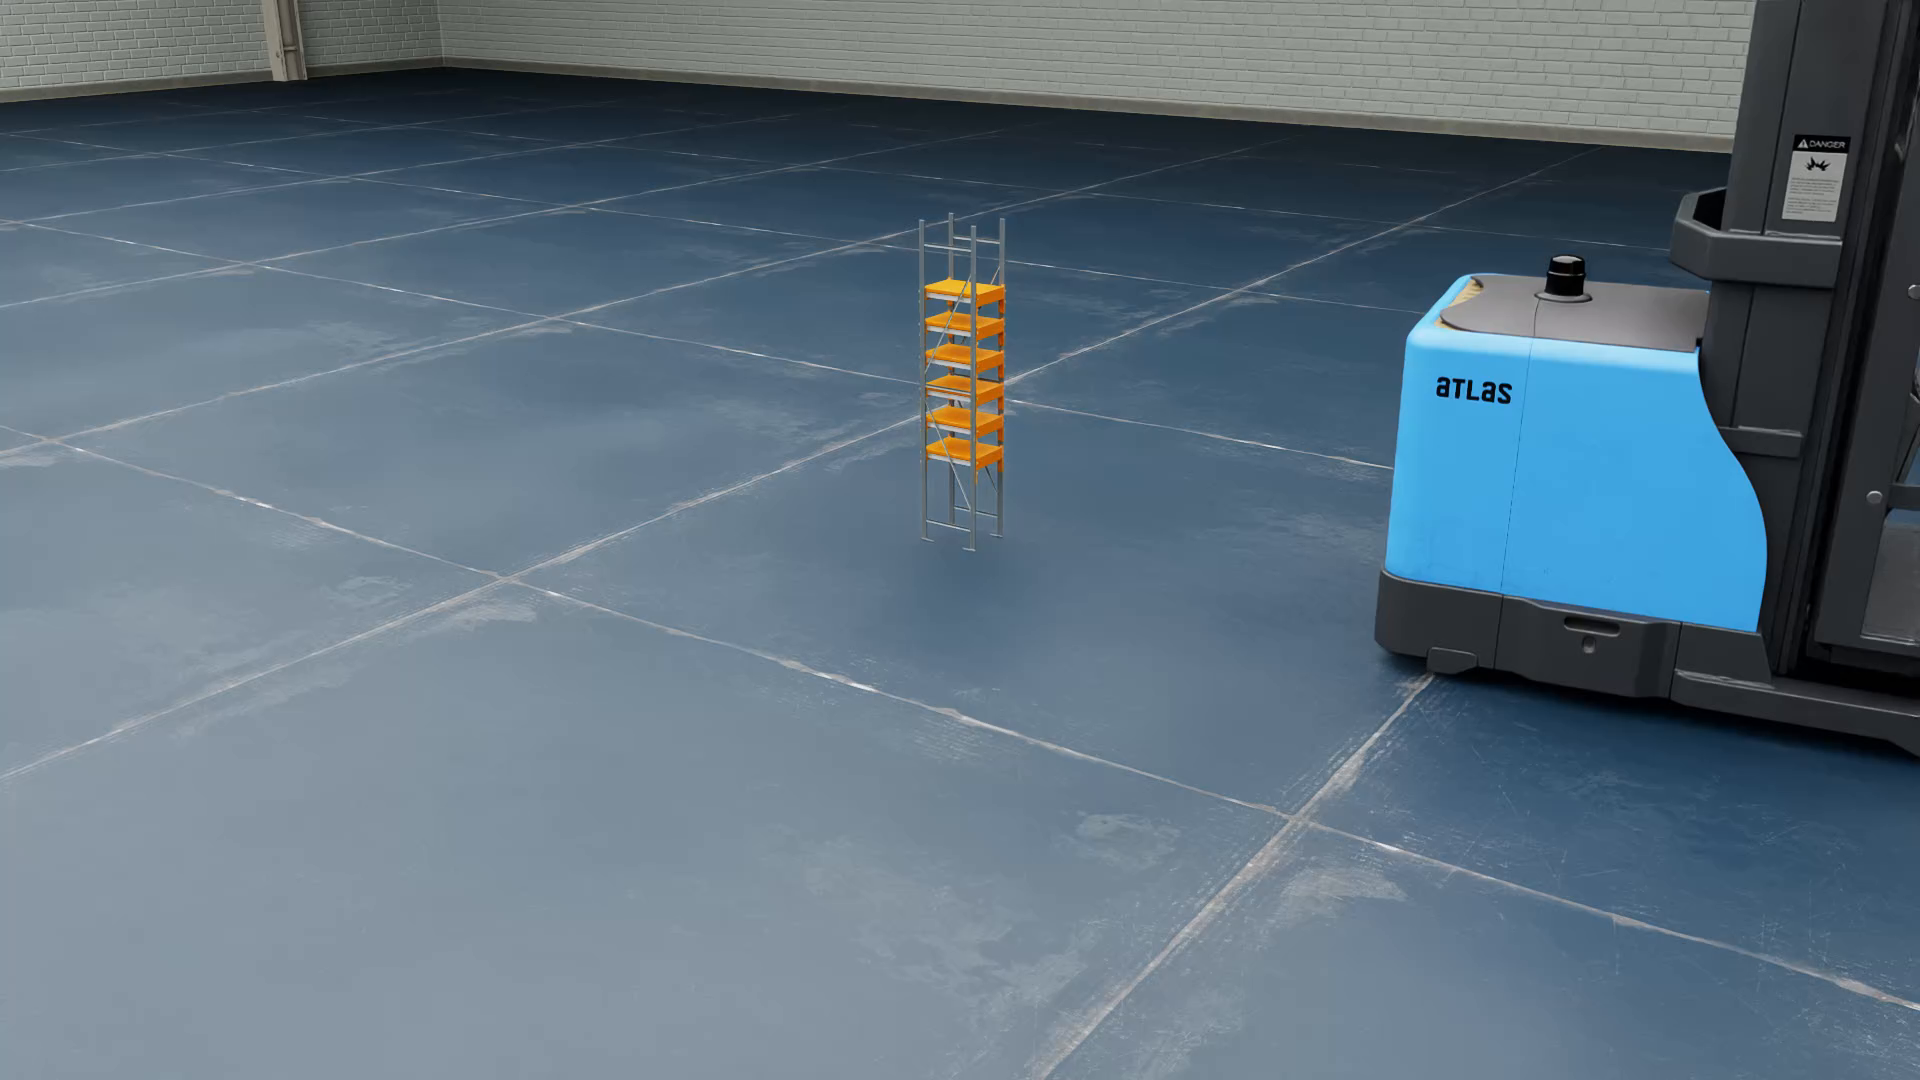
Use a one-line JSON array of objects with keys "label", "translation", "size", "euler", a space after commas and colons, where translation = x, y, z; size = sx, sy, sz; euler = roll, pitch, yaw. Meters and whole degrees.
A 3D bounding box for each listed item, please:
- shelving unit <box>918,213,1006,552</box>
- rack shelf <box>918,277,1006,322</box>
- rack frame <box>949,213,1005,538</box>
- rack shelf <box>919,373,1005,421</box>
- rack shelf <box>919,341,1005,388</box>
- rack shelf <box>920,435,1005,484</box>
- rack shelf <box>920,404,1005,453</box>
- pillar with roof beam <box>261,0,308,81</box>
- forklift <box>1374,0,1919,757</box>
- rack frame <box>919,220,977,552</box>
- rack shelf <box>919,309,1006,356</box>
[{"label": "shelving unit", "translation": [0.008, -0.567, 6.068], "size": [0.258, 1.200, 0.189], "euler": [13, 24, 32]}, {"label": "rack shelf", "translation": [0.008, -0.863, 5.959], "size": [0.258, 0.103, 0.180], "euler": [13, 24, 32]}, {"label": "rack frame", "translation": [0.060, -0.593, 6.139], "size": [0.240, 1.200, 0.006], "euler": [13, 24, 32]}, {"label": "rack shelf", "translation": [0.008, -0.525, 6.083], "size": [0.258, 0.103, 0.180], "euler": [13, 24, 32]}, {"label": "rack shelf", "translation": [0.008, -0.638, 6.042], "size": [0.258, 0.103, 0.180], "euler": [13, 24, 32]}, {"label": "rack shelf", "translation": [0.008, -0.300, 6.167], "size": [0.258, 0.103, 0.180], "euler": [13, 24, 32]}, {"label": "rack shelf", "translation": [0.008, -0.413, 6.125], "size": [0.258, 0.103, 0.180], "euler": [13, 24, 32]}, {"label": "pillar with roof beam", "translation": [-6.455, -10.258, 21.027], "size": [9.100, 9.000, 0.400], "euler": [13, 24, 32]}, {"label": "forklift", "translation": [2.858, -0.917, 4.520], "size": [3.031, 2.935, 1.130], "euler": [9, 22, 23]}, {"label": "rack frame", "translation": [-0.043, -0.541, 5.997], "size": [0.240, 1.200, 0.006], "euler": [13, 24, 32]}, {"label": "rack shelf", "translation": [0.008, -0.750, 6.000], "size": [0.258, 0.103, 0.180], "euler": [13, 24, 32]}]
